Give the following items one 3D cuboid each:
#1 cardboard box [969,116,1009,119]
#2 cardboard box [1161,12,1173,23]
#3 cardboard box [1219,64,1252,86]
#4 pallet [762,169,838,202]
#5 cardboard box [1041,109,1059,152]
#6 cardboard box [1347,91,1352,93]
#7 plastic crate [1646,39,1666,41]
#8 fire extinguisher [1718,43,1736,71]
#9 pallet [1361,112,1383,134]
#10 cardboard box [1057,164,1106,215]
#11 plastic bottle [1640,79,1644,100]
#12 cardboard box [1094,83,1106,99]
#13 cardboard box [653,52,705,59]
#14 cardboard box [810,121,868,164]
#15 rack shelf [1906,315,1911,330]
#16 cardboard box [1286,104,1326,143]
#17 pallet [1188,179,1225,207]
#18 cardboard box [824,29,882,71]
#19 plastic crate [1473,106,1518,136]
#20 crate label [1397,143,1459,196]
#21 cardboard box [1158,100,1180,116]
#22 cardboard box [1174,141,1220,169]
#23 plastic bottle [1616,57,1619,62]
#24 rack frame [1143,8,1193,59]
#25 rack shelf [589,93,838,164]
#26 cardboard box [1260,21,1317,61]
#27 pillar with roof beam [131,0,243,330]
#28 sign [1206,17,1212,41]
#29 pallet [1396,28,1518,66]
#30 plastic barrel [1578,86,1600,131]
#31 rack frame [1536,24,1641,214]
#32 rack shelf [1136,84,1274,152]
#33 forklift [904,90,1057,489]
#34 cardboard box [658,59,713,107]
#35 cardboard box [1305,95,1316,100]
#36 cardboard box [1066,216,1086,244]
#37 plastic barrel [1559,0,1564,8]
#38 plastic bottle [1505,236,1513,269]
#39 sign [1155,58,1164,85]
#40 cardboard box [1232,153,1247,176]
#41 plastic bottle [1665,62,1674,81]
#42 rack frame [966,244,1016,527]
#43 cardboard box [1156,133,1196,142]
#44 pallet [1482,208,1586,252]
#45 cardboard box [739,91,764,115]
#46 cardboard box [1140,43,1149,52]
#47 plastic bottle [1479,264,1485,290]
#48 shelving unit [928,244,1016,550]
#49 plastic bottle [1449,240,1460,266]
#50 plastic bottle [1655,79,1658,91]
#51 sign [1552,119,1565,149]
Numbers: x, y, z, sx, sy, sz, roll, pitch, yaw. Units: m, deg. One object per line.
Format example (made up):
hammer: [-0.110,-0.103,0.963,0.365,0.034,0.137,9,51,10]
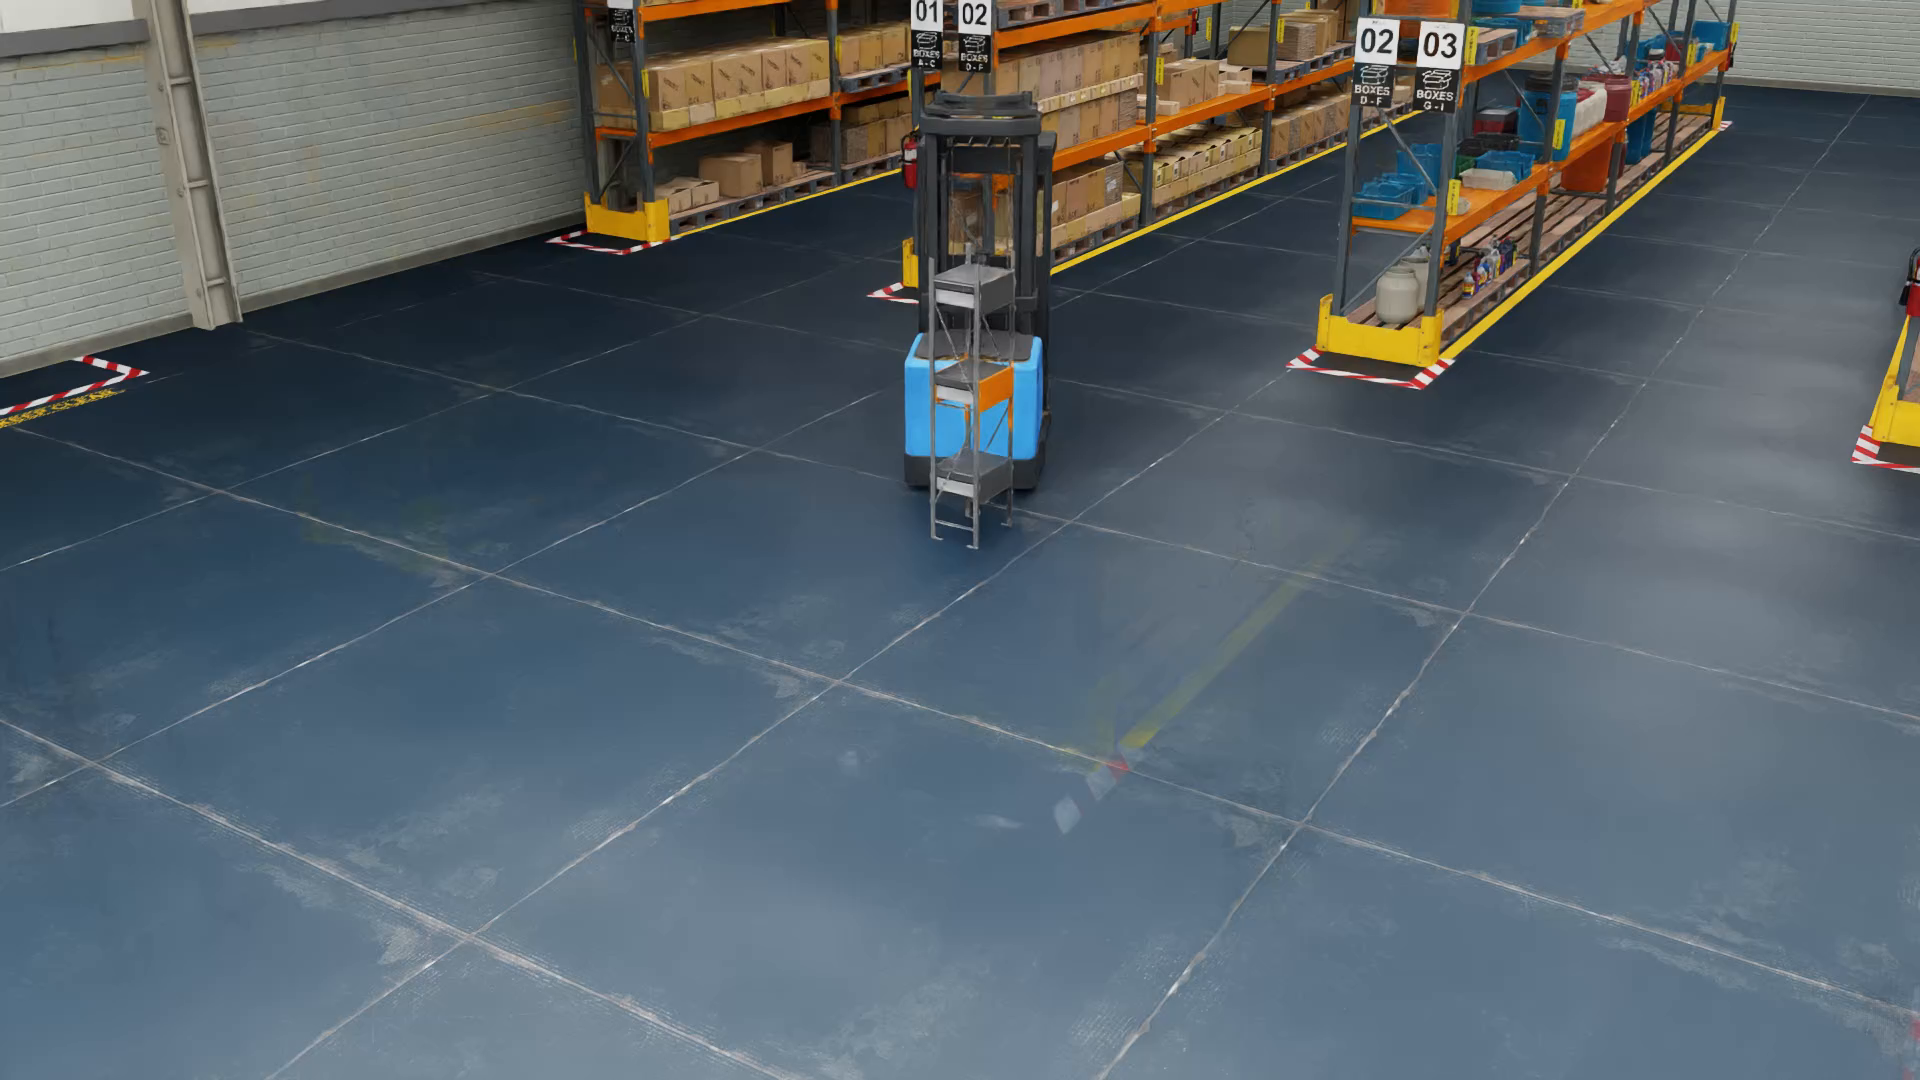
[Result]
cardboard box: [0.317,-4.655,18.284,0.380,0.149,0.250,14,27,29]
cardboard box: [3.522,-10.376,32.066,0.980,0.700,0.700,14,27,29]
cardboard box: [3.918,-6.769,24.224,0.500,0.311,0.500,16,28,32]
pallet: [-2.497,-5.097,23.758,1.003,0.211,1.213,14,27,29]
cardboard box: [0.724,-4.769,19.365,0.700,0.500,0.500,14,27,29]
cardboard box: [6.712,-7.747,29.200,0.500,0.311,0.500,14,27,29]
plastic crate: [11.469,-8.077,27.267,0.416,0.233,0.300,14,27,29]
fire extinguisher: [13.039,-8.334,28.292,0.296,0.674,0.183,14,27,29]
pallet: [6.620,-7.226,28.676,1.003,0.211,1.213,14,27,29]
cardboard box: [1.444,-4.311,20.421,0.500,0.500,0.500,14,27,29]
plastic bottle: [9.428,-6.249,23.072,0.097,0.271,0.097,0,23,0]
cardboard box: [1.538,-5.438,20.093,0.380,0.149,0.250,14,27,29]
cardboard box: [-3.672,-6.092,21.767,0.500,0.500,0.500,13,27,28]
cardboard box: [-1.799,-5.917,24.736,0.700,0.500,0.500,15,28,31]
rack shelf: [9.396,-2.492,15.135,1.077,0.370,4.000,14,27,29]
cardboard box: [5.441,-6.596,26.303,0.500,0.500,0.500,13,27,27]
pallet: [3.036,-4.965,23.452,1.003,0.211,1.213,14,27,29]
cardboard box: [-1.575,-7.210,24.450,0.700,0.500,0.500,17,29,34]
plastic crate: [6.239,-4.792,19.462,0.402,0.464,0.583,14,27,29]
crate label: [4.875,-3.879,17.390,0.502,0.435,0.616,14,27,29]
cardboard box: [2.678,-5.715,21.992,0.380,0.149,0.250,14,27,29]
cardboard box: [3.277,-5.369,23.102,0.500,0.311,0.500,15,27,30]
plastic bottle: [9.908,-7.147,25.130,0.061,0.283,0.133,14,27,29]
rack frame: [4.157,-10.661,33.101,1.000,3.000,0.127,14,27,29]
rack shelf: [-3.228,-5.606,22.329,1.077,0.370,4.000,14,27,29]
cardboard box: [5.028,-7.667,25.531,0.700,0.500,0.500,20,31,39]
pillar with roof beam: [-4.156,-5.504,13.637,9.100,9.000,0.400,14,27,29]
sign: [3.681,-7.530,24.510,0.100,0.325,0.005,14,27,29]
pallet: [4.653,-4.733,15.870,1.003,0.211,1.213,14,27,29]
plastic barrel: [7.770,-5.402,20.812,0.421,0.512,0.421,0,23,0]
rack frame: [8.353,-5.885,22.068,1.000,3.000,0.127,14,27,29]
rack shelf: [3.092,-5.919,23.052,1.077,0.370,4.000,14,27,29]
forklift: [0.222,-2.293,13.858,1.130,2.935,3.031,2,24,5]
cardboard box: [-3.507,-5.808,21.111,0.500,0.500,0.500,14,27,29]
cardboard box: [5.523,-7.034,27.316,0.500,0.500,0.500,14,27,30]
cardboard box: [1.192,-3.795,20.173,0.500,0.250,0.500,14,27,29]
plastic barrel: [7.017,-6.800,19.775,0.600,0.901,0.708,14,27,29]
plastic bottle: [6.149,-3.243,18.746,0.144,0.351,0.185,13,27,28]
sign: [2.510,-5.892,20.895,0.100,0.325,0.005,14,27,29]
cardboard box: [3.808,-5.451,24.000,0.500,0.250,0.500,14,27,28]
plastic bottle: [10.530,-6.977,24.747,0.152,0.276,0.135,14,27,29]
rack frame: [0.216,-1.102,12.152,0.400,2.100,0.015,14,27,29]
cardboard box: [3.081,-5.646,23.744,0.500,0.311,0.500,13,27,28]
pallet: [7.267,-3.942,21.089,1.003,0.211,1.213,14,27,29]
cardboard box: [-2.952,-5.818,22.078,0.500,0.250,0.500,14,27,29]
cardboard box: [3.502,-9.660,32.590,0.380,0.149,0.250,14,27,29]
plastic bottle: [5.588,-2.831,17.893,0.097,0.271,0.097,0,23,0]
shelving unit: [0.087,-1.019,11.962,0.431,2.100,0.503,14,27,29]
plastic bottle: [5.588,-3.305,18.890,0.144,0.351,0.185,14,27,29]
plastic bottle: [9.963,-6.559,23.875,0.097,0.201,0.097,0,23,0]
sign: [6.705,-4.543,18.619,0.100,0.325,0.005,14,27,29]
